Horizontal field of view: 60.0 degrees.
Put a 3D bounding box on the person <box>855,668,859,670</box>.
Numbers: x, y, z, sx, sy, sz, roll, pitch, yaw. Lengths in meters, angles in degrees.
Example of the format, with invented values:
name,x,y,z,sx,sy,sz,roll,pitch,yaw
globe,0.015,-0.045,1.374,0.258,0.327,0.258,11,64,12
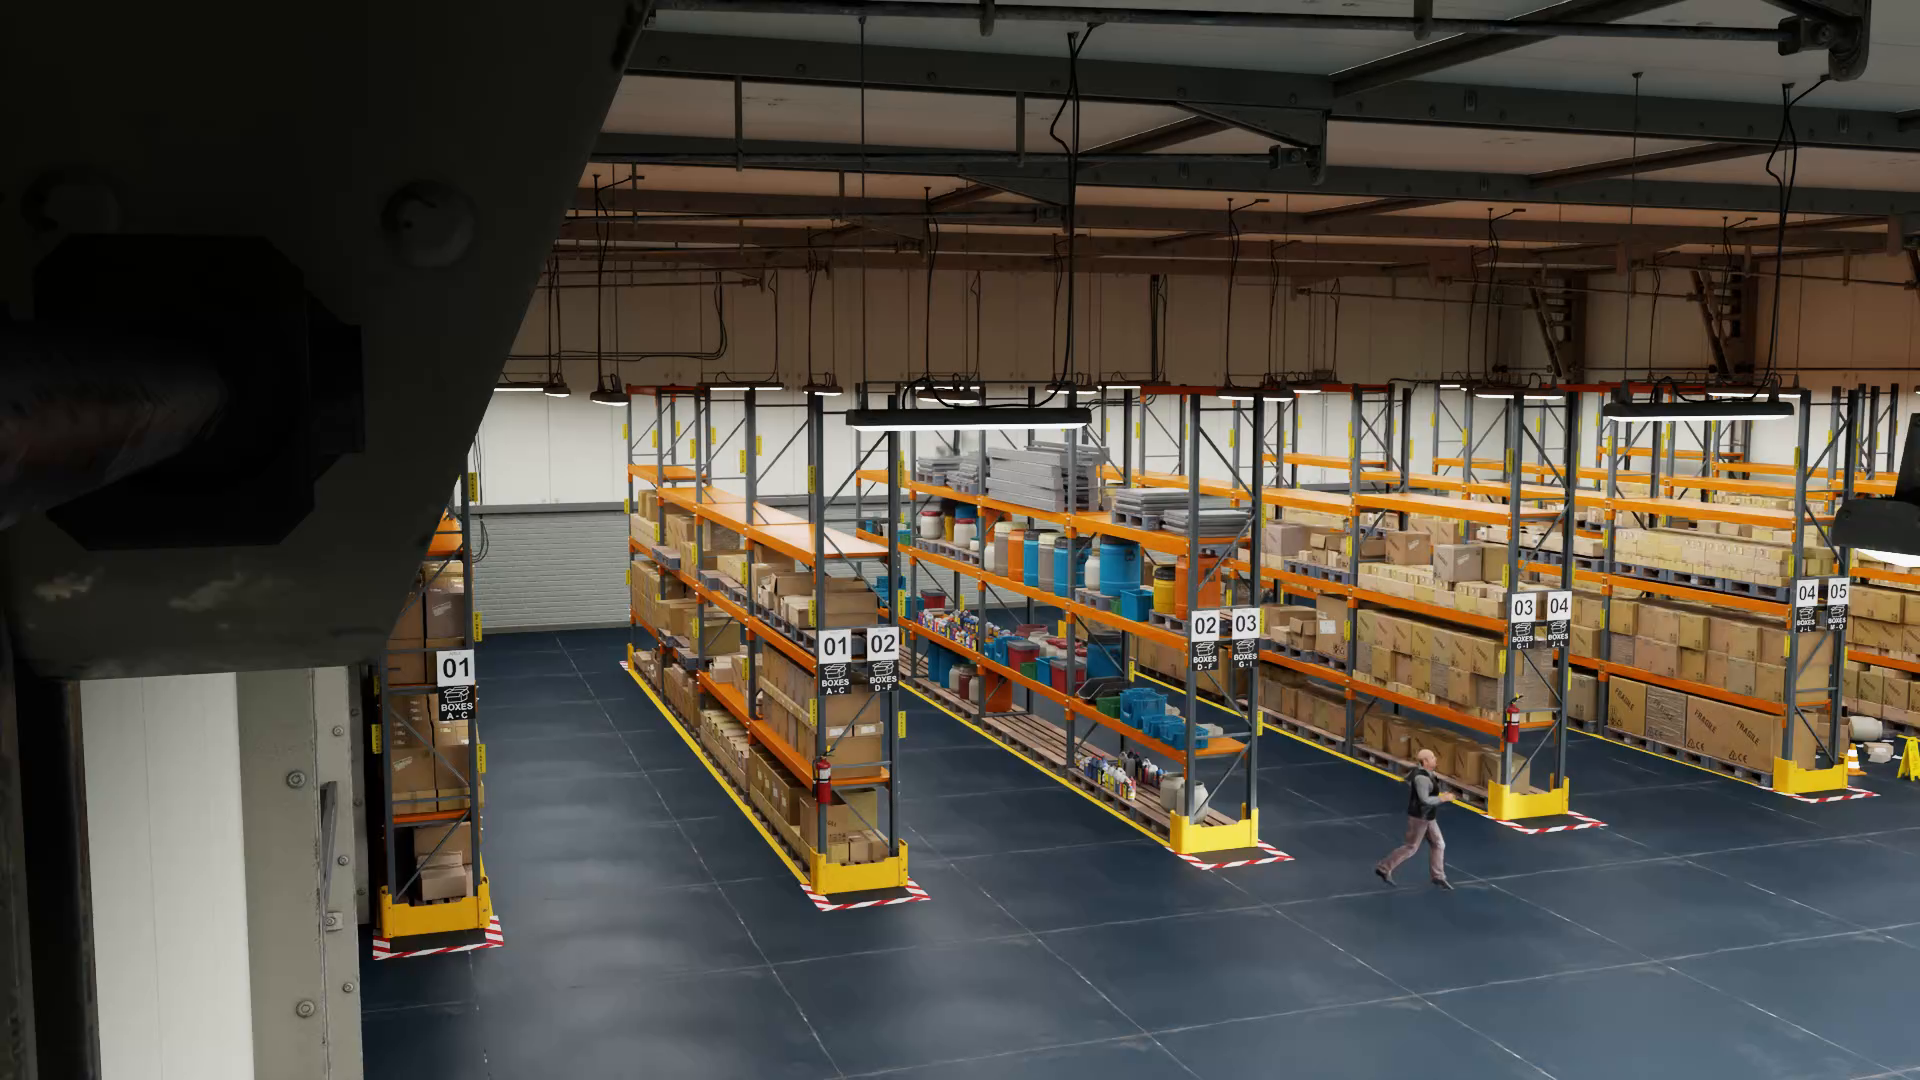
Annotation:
name,x,y,z,sx,sy,sz,roll,pitch,yaw
person,-2.069,2.092,29.927,0.631,1.846,0.684,-3,7,-27

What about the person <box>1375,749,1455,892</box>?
name,x,y,z,sx,sy,sz,roll,pitch,yaw
person,5.540,3.395,20.170,0.939,1.760,0.664,2,6,18

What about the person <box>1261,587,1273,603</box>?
name,x,y,z,sx,sy,sz,roll,pitch,yaw
person,7.661,1.281,41.482,0.563,1.572,0.704,1,6,11
